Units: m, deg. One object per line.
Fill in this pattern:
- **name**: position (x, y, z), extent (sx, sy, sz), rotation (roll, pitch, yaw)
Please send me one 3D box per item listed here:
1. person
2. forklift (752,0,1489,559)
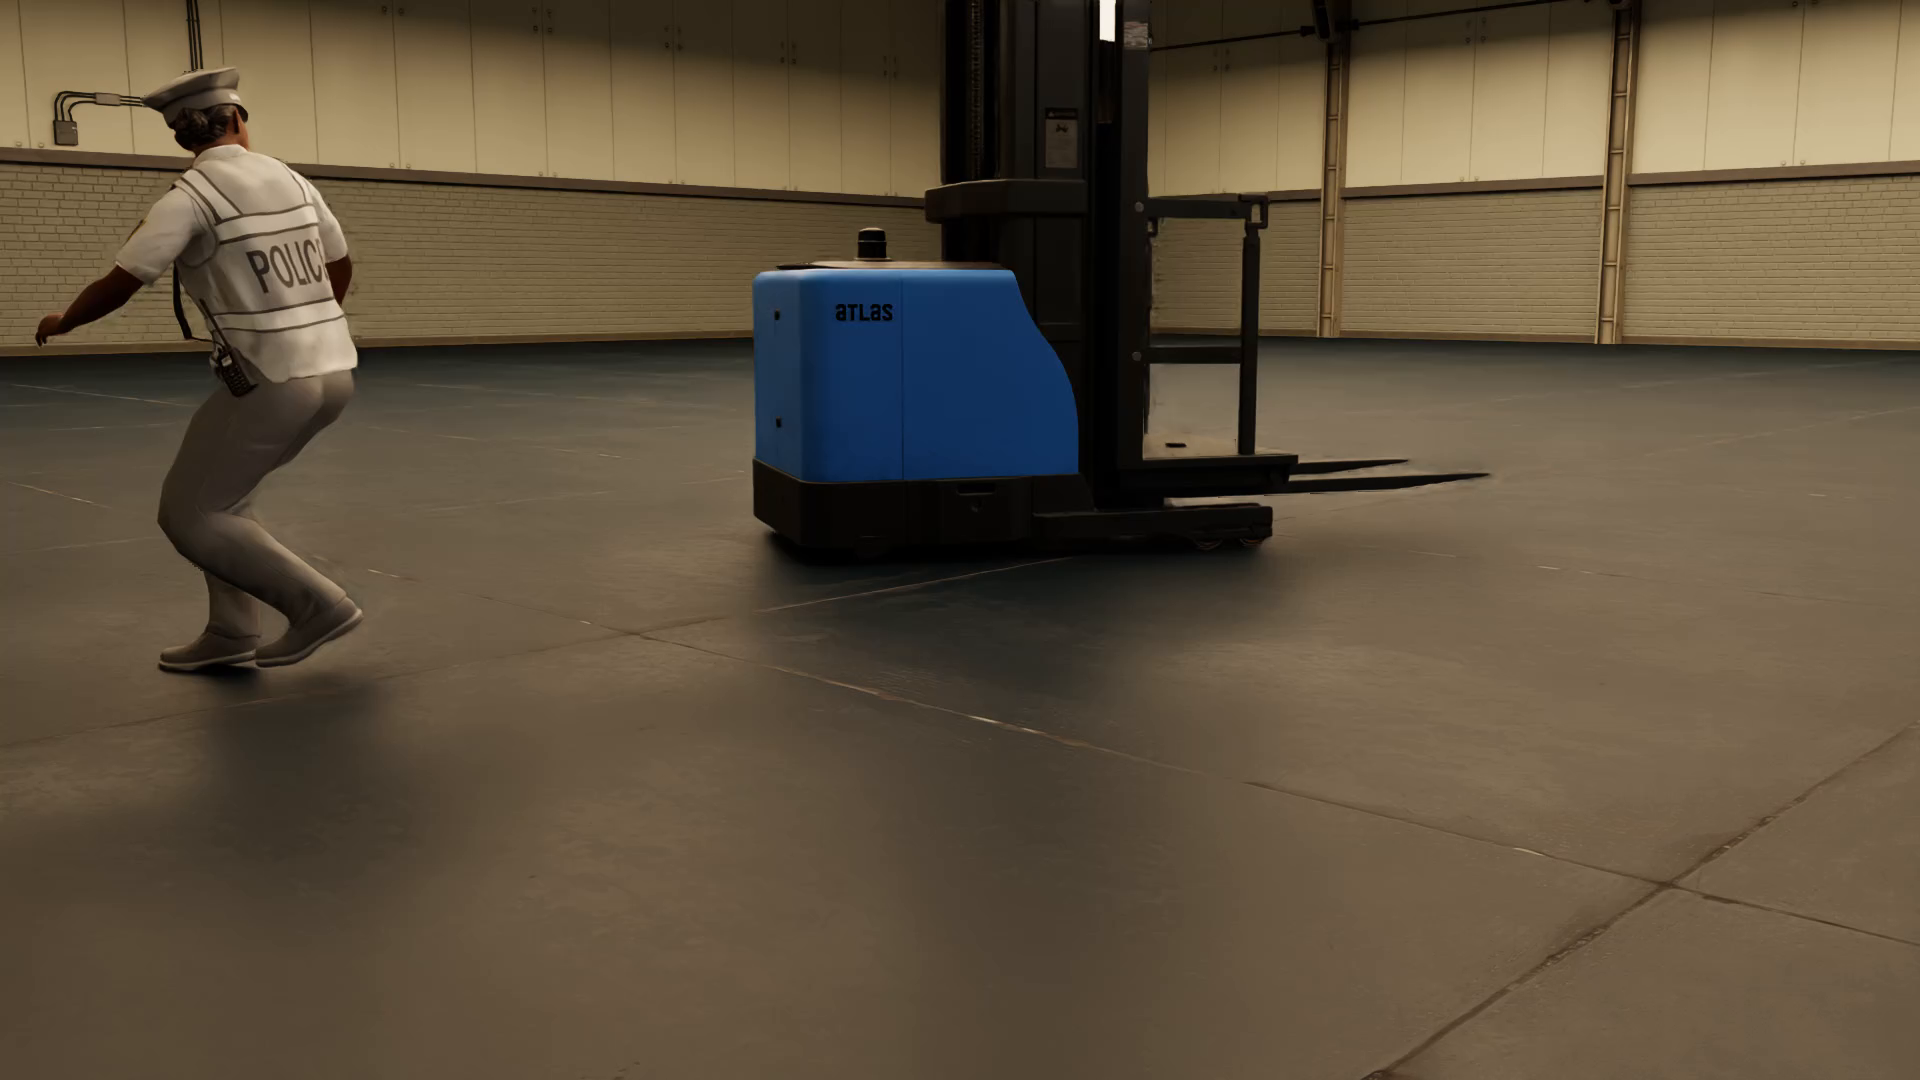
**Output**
- **person**: position (-1.942, -0.434, 4.382), extent (0.770, 1.558, 0.777), rotation (1, 9, 10)
- **forklift**: position (0.717, -1.487, 6.747), extent (3.031, 2.935, 1.130), rotation (-3, 9, -18)
